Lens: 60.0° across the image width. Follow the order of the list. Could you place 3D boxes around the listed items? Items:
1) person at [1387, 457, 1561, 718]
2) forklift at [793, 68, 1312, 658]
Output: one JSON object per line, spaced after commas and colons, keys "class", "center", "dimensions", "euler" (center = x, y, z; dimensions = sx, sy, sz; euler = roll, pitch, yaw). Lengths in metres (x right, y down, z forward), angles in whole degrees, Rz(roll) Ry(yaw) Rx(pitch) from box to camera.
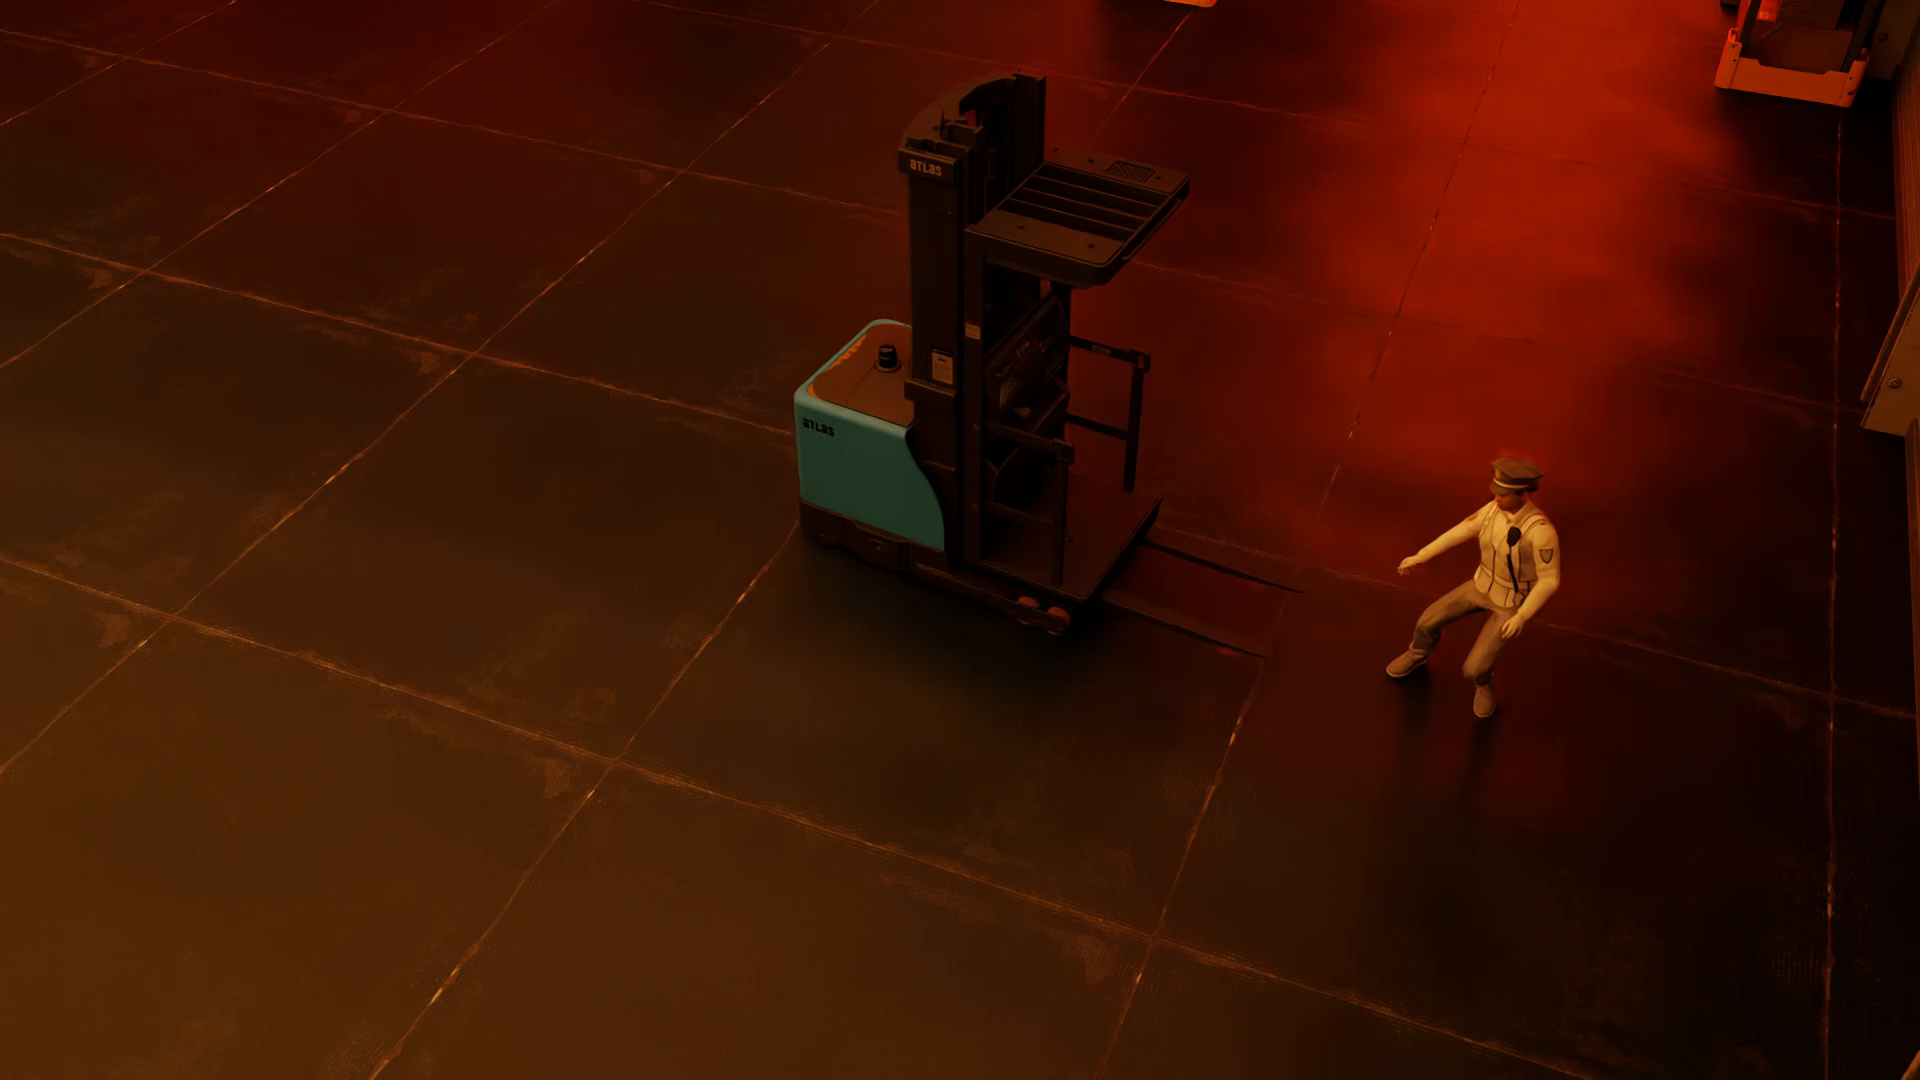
{"class": "person", "center": [2.746, 0.259, 8.779], "dimensions": [0.506, 1.534, 0.779], "euler": [-18, 43, -21]}
{"class": "forklift", "center": [0.552, -0.962, 9.156], "dimensions": [3.031, 2.935, 1.130], "euler": [19, 44, 22]}
